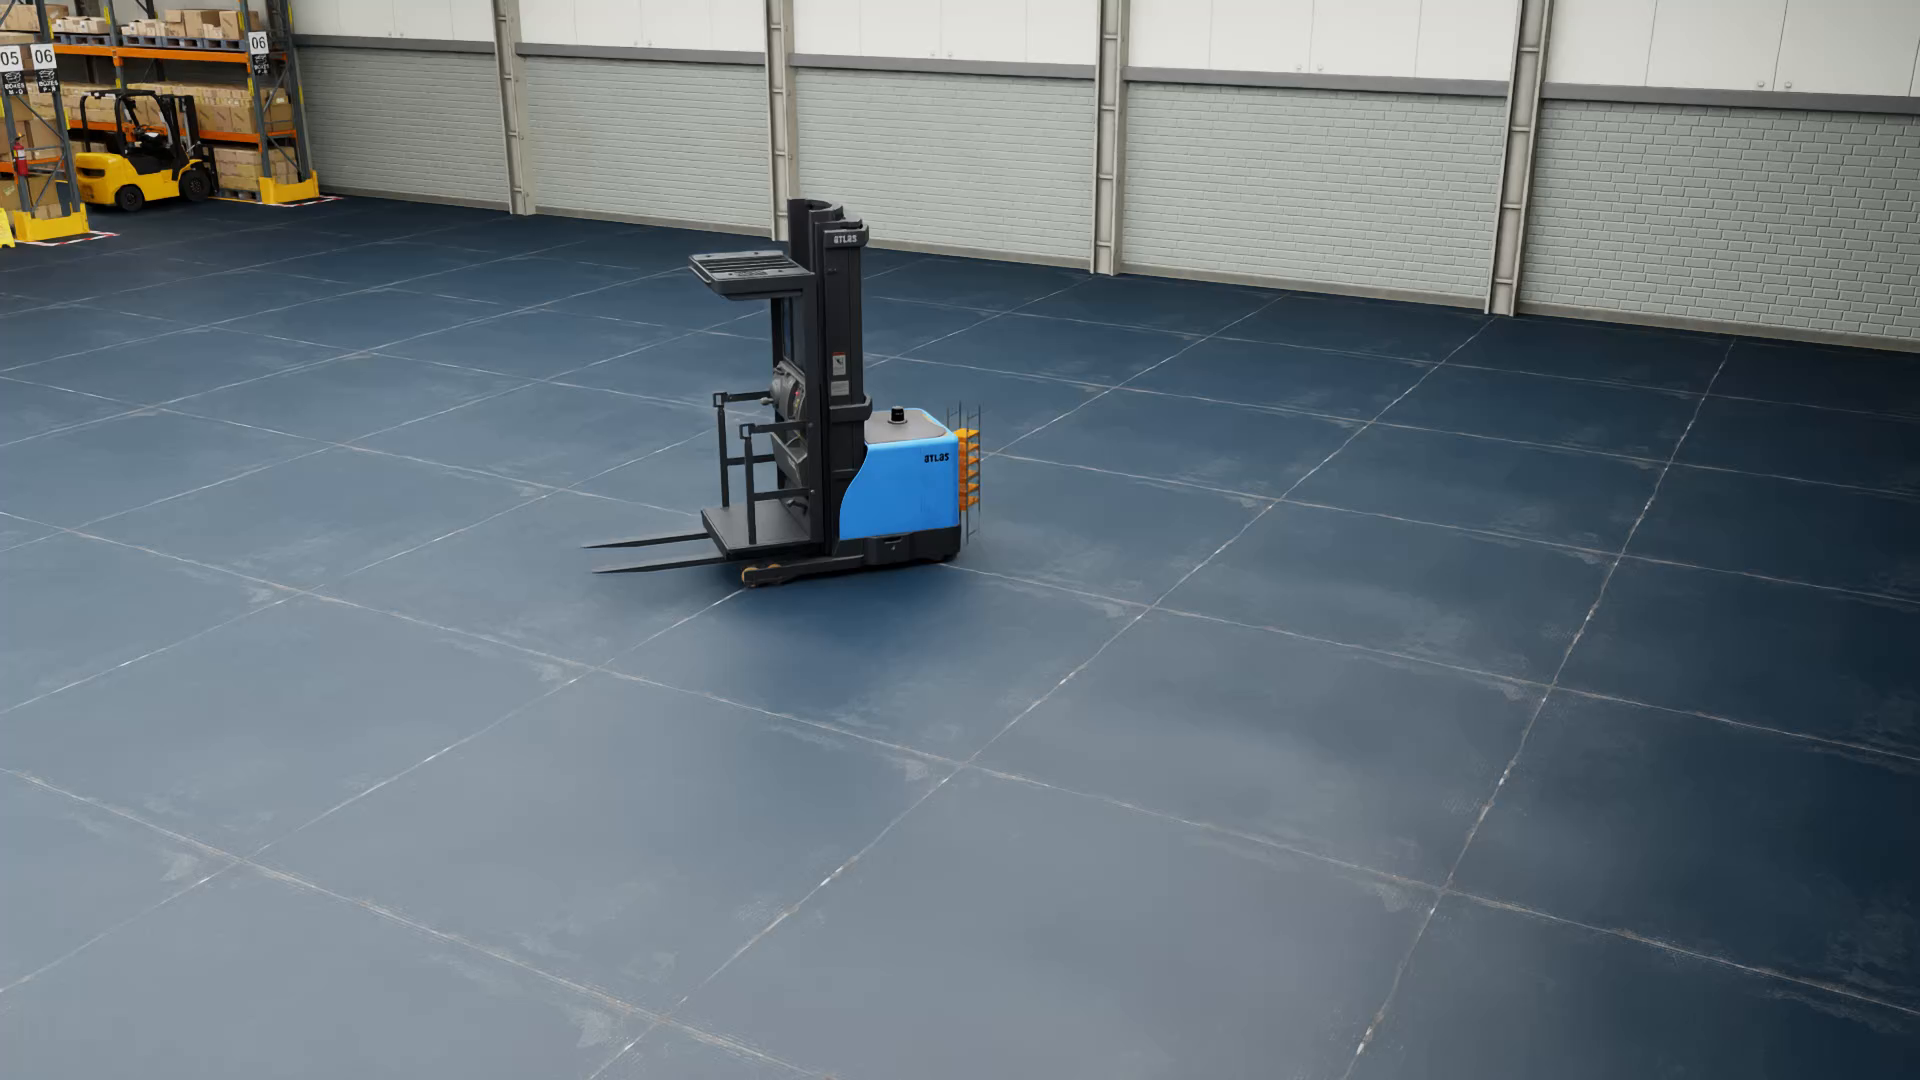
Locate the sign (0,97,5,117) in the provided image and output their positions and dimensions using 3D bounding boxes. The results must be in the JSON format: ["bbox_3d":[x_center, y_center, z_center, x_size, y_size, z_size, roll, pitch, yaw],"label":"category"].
[{"bbox_3d":[-15.991,-7.219,27.705,0.005,0.325,0.100,11,23,27],"label":"sign"}]

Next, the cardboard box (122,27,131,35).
[{"bbox_3d":[-16.534,-10.202,33.299,0.250,0.149,0.380,11,23,28],"label":"cardboard box"}]

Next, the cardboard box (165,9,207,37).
[{"bbox_3d":[-15.128,-10.179,32.714,0.637,0.503,0.797,12,23,29],"label":"cardboard box"}]

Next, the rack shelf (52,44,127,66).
[{"bbox_3d":[-18.523,-10.236,34.840,4.000,0.370,1.077,11,23,27],"label":"rack shelf"}]

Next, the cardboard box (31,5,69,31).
[{"bbox_3d":[-18.867,-10.836,34.530,0.500,0.500,0.500,11,23,29],"label":"cardboard box"}]

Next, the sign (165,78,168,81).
[{"bbox_3d":[-16.508,-9.441,34.607,0.005,0.325,0.100,11,23,27],"label":"sign"}]

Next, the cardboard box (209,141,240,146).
[{"bbox_3d":[-14.926,-7.933,33.785,0.500,0.250,0.500,10,22,26],"label":"cardboard box"}]

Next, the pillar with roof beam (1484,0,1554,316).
[{"bbox_3d":[5.400,-6.097,17.978,0.400,9.000,9.100,11,23,27],"label":"pillar with roof beam"}]

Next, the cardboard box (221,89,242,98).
[{"bbox_3d":[-14.173,-8.722,32.476,0.250,0.149,0.380,11,23,28],"label":"cardboard box"}]

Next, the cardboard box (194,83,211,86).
[{"bbox_3d":[-15.249,-9.137,33.621,0.250,0.149,0.380,11,22,27],"label":"cardboard box"}]

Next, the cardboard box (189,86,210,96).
[{"bbox_3d":[-15.043,-8.908,32.989,0.250,0.149,0.380,11,23,28],"label":"cardboard box"}]

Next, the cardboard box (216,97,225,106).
[{"bbox_3d":[-14.370,-8.632,32.664,0.250,0.149,0.380,11,22,27],"label":"cardboard box"}]

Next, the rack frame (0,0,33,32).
[{"bbox_3d":[-20.269,-12.316,35.122,0.127,3.000,1.000,11,23,27],"label":"rack frame"}]

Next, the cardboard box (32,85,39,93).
[{"bbox_3d":[-19.430,-9.589,35.302,0.250,0.149,0.380,11,23,28],"label":"cardboard box"}]

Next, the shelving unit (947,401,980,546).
[{"bbox_3d":[0.031,-0.565,14.162,0.189,1.200,0.258,10,22,26],"label":"shelving unit"}]

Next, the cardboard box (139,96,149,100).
[{"bbox_3d":[-16.400,-9.009,33.704,0.250,0.149,0.380,11,23,29],"label":"cardboard box"}]

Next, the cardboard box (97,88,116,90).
[{"bbox_3d":[-17.606,-9.268,34.417,0.250,0.149,0.380,11,23,27],"label":"cardboard box"}]

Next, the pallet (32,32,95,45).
[{"bbox_3d":[-18.655,-10.546,34.918,1.213,0.211,1.003,12,23,30],"label":"pallet"}]

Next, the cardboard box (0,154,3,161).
[{"bbox_3d":[-16.409,-6.577,28.466,0.250,0.149,0.380,10,22,27],"label":"cardboard box"}]

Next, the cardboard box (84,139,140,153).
[{"bbox_3d":[-17.912,-8.127,35.237,0.625,0.625,0.875,11,22,27],"label":"cardboard box"}]

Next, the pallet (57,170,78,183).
[{"bbox_3d":[-18.509,-7.834,35.651,1.213,0.211,1.003,11,23,27],"label":"pallet"}]

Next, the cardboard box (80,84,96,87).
[{"bbox_3d":[-18.537,-9.605,35.347,0.250,0.149,0.380,12,23,29],"label":"cardboard box"}]

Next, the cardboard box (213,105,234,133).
[{"bbox_3d":[-14.291,-8.306,32.716,0.500,0.500,0.500,12,23,29],"label":"cardboard box"}]

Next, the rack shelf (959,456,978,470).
[{"bbox_3d":[0.031,-0.636,14.136,0.180,0.103,0.258,10,22,26],"label":"rack shelf"}]

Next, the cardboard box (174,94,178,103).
[{"bbox_3d":[-15.524,-8.830,33.212,0.250,0.149,0.380,10,22,26],"label":"cardboard box"}]

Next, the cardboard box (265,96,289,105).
[{"bbox_3d":[-13.455,-8.651,32.719,0.250,0.149,0.380,10,22,26],"label":"cardboard box"}]

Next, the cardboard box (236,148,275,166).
[{"bbox_3d":[-13.839,-7.524,32.660,0.500,0.250,0.500,12,23,29],"label":"cardboard box"}]

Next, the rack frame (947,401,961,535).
[{"bbox_3d":[-0.049,-0.580,14.202,0.006,1.200,0.240,10,22,26],"label":"rack frame"}]

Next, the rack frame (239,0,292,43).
[{"bbox_3d":[-13.285,-10.986,31.455,0.127,3.000,1.000,11,23,27],"label":"rack frame"}]

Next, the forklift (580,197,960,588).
[{"bbox_3d":[-1.569,-1.198,13.369,3.031,2.935,1.130,-7,21,-19],"label":"forklift"}]

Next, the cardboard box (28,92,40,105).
[{"bbox_3d":[-19.565,-9.431,35.451,0.500,0.250,0.500,12,23,29],"label":"cardboard box"}]

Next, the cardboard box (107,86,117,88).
[{"bbox_3d":[-17.639,-9.444,34.903,0.250,0.149,0.380,11,22,27],"label":"cardboard box"}]

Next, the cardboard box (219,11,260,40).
[{"bbox_3d":[-13.790,-9.868,31.864,0.500,0.500,0.500,12,23,29],"label":"cardboard box"}]

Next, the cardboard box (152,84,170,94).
[{"bbox_3d":[-15.970,-9.052,33.386,0.250,0.149,0.380,11,23,28],"label":"cardboard box"}]

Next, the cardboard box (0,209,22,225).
[{"bbox_3d":[-16.560,-5.651,28.961,0.500,0.250,0.500,11,23,27],"label":"cardboard box"}]

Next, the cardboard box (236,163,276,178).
[{"bbox_3d":[-13.863,-7.294,32.756,0.500,0.250,0.500,10,22,27],"label":"cardboard box"}]

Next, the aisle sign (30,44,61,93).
[{"bbox_3d":[-15.497,-7.992,28.185,0.004,0.787,0.394,11,23,27],"label":"aisle sign"}]

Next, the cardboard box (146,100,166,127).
[{"bbox_3d":[-16.054,-8.645,33.652,0.500,0.500,0.500,11,23,28],"label":"cardboard box"}]

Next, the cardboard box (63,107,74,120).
[{"bbox_3d":[-18.659,-9.024,35.063,0.500,0.250,0.500,12,23,29],"label":"cardboard box"}]

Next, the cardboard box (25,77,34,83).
[{"bbox_3d":[-20.642,-9.873,36.421,0.500,0.500,0.500,12,23,30],"label":"cardboard box"}]

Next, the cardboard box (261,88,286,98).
[{"bbox_3d":[-13.474,-8.777,32.629,0.250,0.149,0.380,10,22,26],"label":"cardboard box"}]

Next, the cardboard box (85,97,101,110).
[{"bbox_3d":[-17.783,-9.085,34.497,0.500,0.250,0.500,10,22,26],"label":"cardboard box"}]

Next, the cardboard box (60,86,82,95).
[{"bbox_3d":[-18.583,-9.398,34.778,0.250,0.149,0.380,10,22,26],"label":"cardboard box"}]

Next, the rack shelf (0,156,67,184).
[{"bbox_3d":[-17.449,-6.682,29.442,4.000,0.370,1.077,11,23,27],"label":"rack shelf"}]

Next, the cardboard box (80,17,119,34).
[{"bbox_3d":[-17.528,-10.492,33.859,0.500,0.311,0.500,10,22,26],"label":"cardboard box"}]

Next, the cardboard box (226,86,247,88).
[{"bbox_3d":[-14.375,-8.952,33.112,0.250,0.149,0.380,12,23,29],"label":"cardboard box"}]

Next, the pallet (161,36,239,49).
[{"bbox_3d":[-14.959,-9.862,32.885,1.213,0.211,1.003,11,23,27],"label":"pallet"}]

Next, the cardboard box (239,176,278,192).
[{"bbox_3d":[-13.849,-7.055,32.831,0.500,0.250,0.500,11,23,28],"label":"cardboard box"}]

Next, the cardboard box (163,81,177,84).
[{"bbox_3d":[-16.152,-9.306,34.086,0.250,0.149,0.380,10,22,26],"label":"cardboard box"}]

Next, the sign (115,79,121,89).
[{"bbox_3d":[-17.033,-9.175,33.678,0.005,0.325,0.100,11,23,27],"label":"sign"}]
